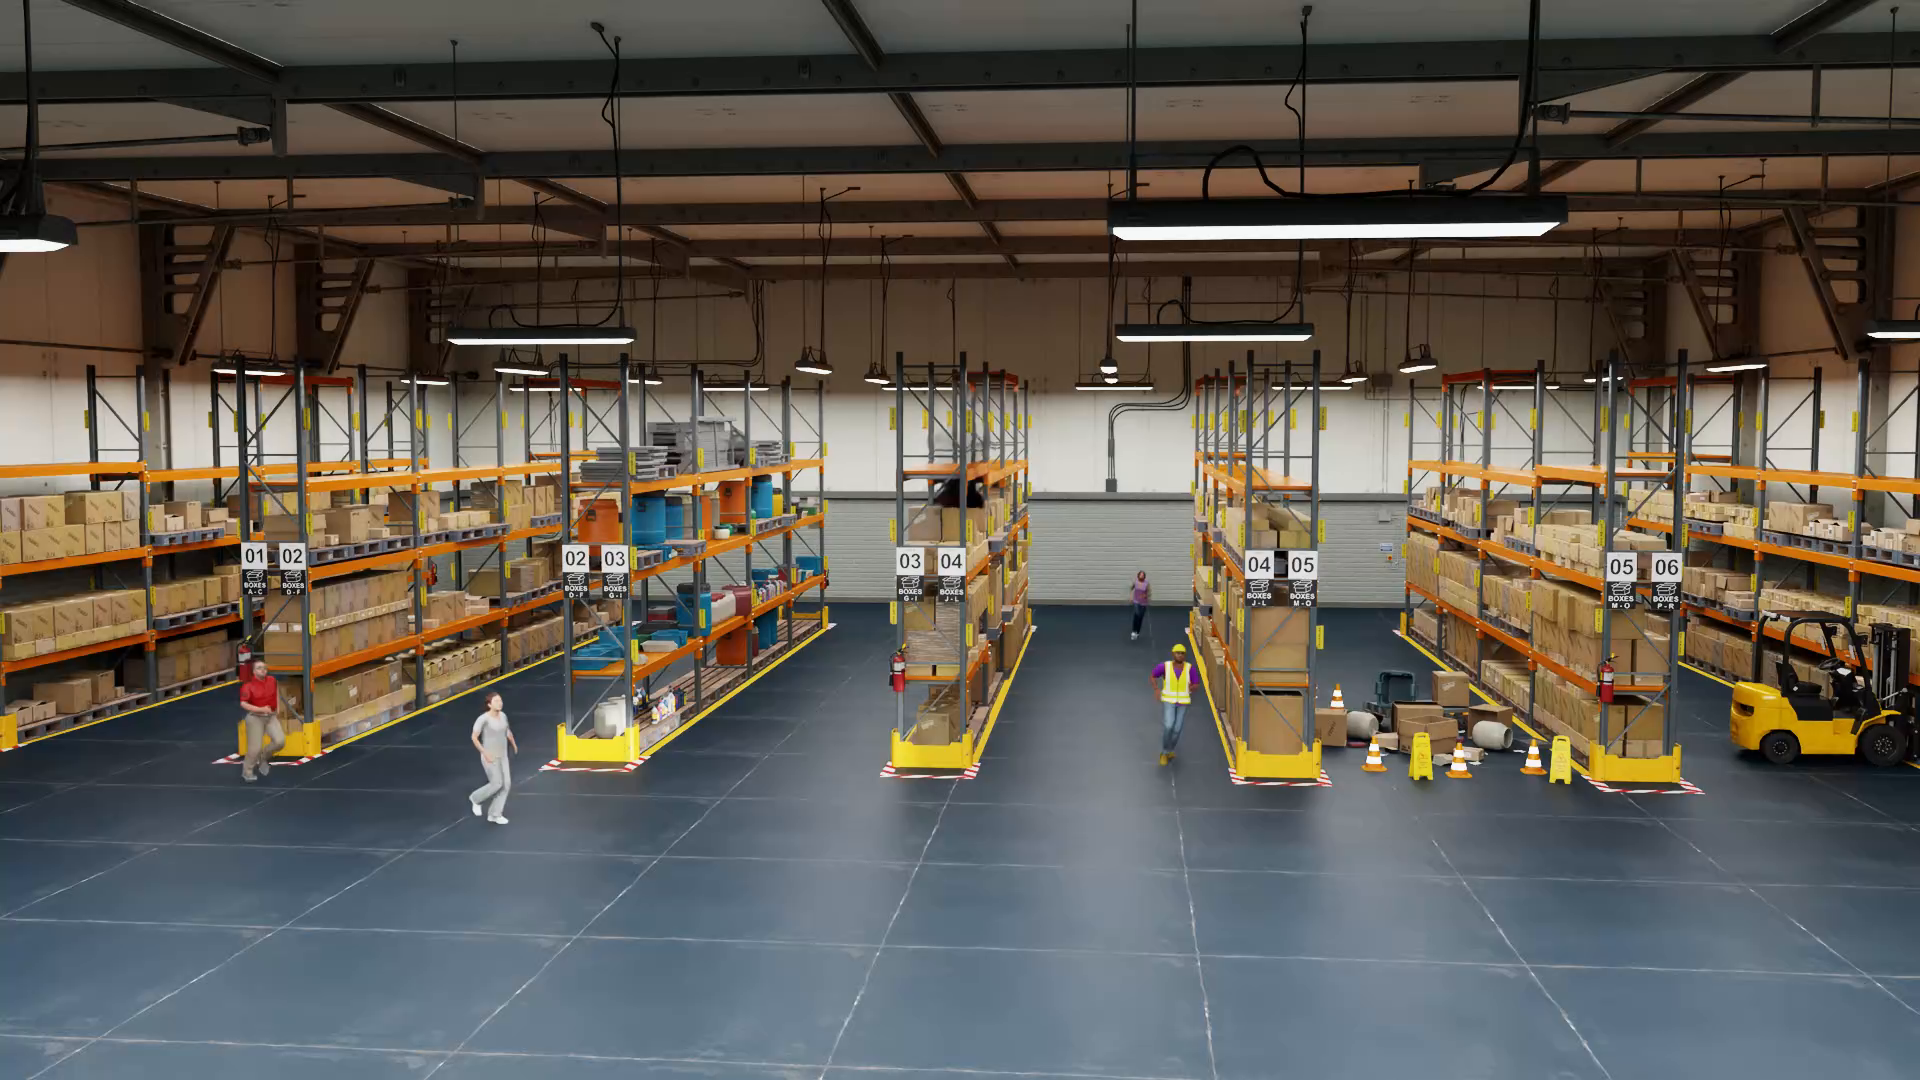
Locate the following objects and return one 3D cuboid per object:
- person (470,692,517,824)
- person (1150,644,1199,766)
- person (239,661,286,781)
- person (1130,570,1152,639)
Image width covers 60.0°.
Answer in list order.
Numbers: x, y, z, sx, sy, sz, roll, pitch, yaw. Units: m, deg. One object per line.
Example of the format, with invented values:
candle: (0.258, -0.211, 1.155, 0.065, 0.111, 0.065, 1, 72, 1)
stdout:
person: (-5.834, 2.713, 20.811, 0.513, 1.642, 0.582, 2, 5, 30)
person: (3.163, 2.415, 24.370, 0.699, 1.800, 0.728, 0, 4, -3)
person: (-9.689, 2.511, 23.150, 0.767, 1.684, 0.690, 3, 5, 36)
person: (4.156, 1.488, 38.218, 0.517, 1.548, 0.664, 0, 4, 7)
